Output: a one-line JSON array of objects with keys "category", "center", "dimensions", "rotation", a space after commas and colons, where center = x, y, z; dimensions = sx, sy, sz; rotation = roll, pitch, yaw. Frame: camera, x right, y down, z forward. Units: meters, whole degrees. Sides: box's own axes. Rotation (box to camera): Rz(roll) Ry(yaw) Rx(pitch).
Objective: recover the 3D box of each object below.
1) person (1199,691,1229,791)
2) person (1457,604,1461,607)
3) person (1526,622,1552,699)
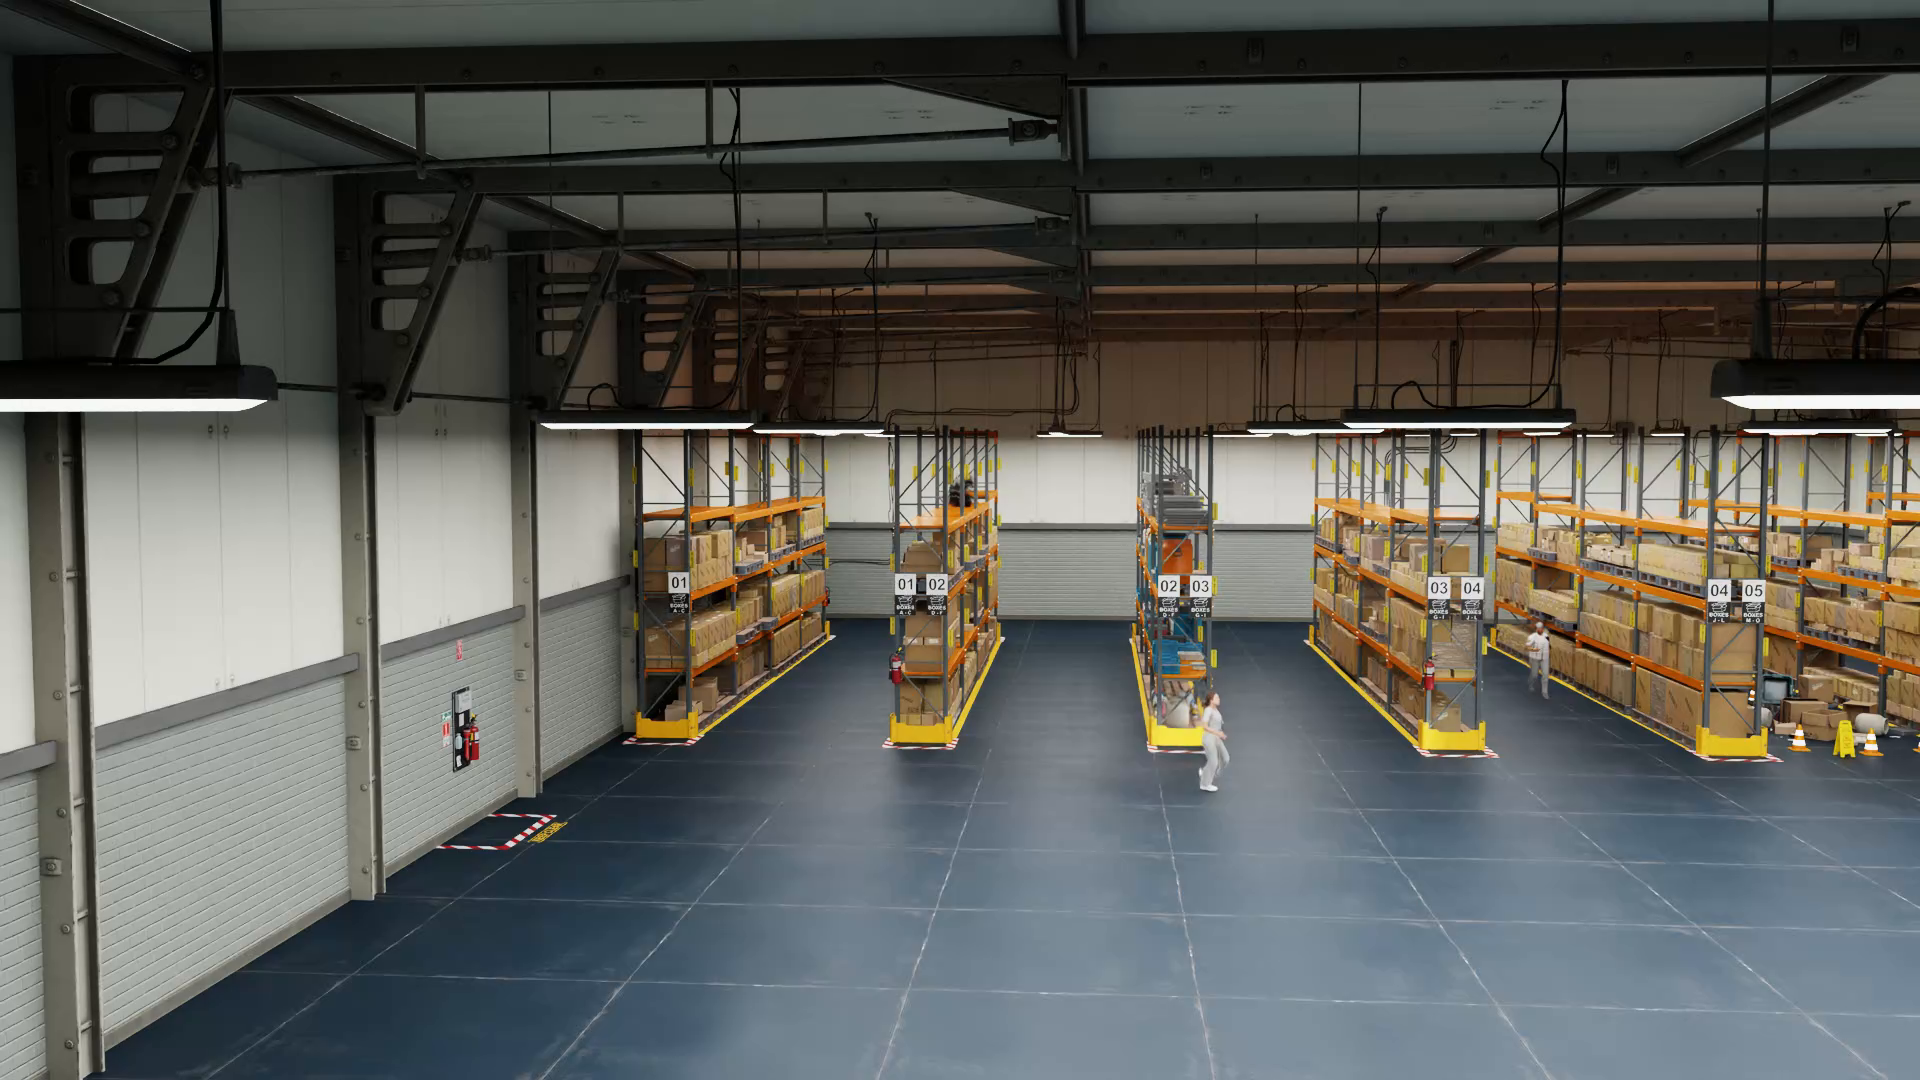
[{"category": "person", "center": [4.128, 3.272, 27.090], "dimensions": [0.549, 1.633, 0.578], "rotation": [2, 4, 31]}, {"category": "person", "center": [14.248, 2.038, 47.127], "dimensions": [0.683, 1.776, 0.772], "rotation": [-1, 4, -15]}, {"category": "person", "center": [12.902, 2.658, 37.053], "dimensions": [0.609, 1.667, 0.921], "rotation": [0, 3, 0]}]
